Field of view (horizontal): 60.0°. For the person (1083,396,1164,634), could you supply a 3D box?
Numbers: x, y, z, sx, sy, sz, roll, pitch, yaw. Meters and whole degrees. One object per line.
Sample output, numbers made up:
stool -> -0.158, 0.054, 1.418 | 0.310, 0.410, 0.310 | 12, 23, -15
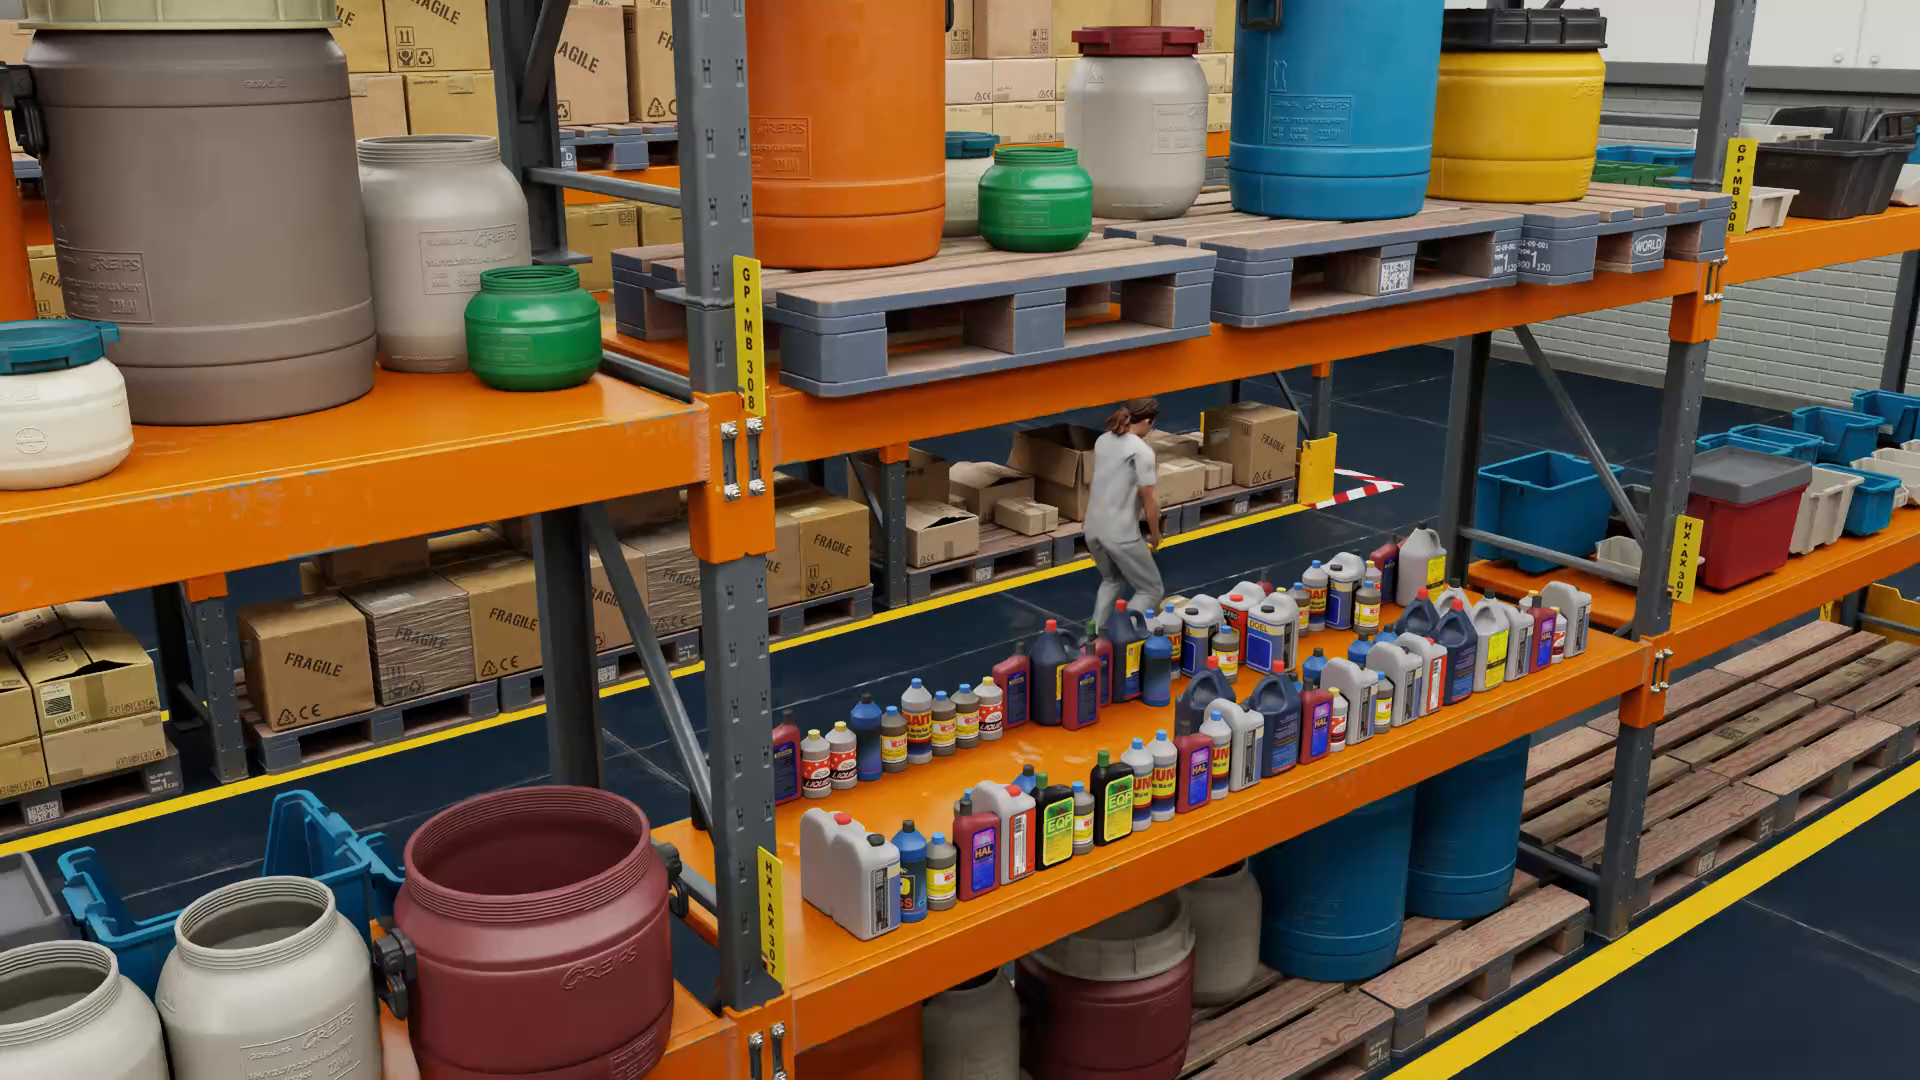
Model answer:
person -> 0.913, -0.046, 9.380 | 0.467, 1.573, 0.475 | -13, 22, -35
